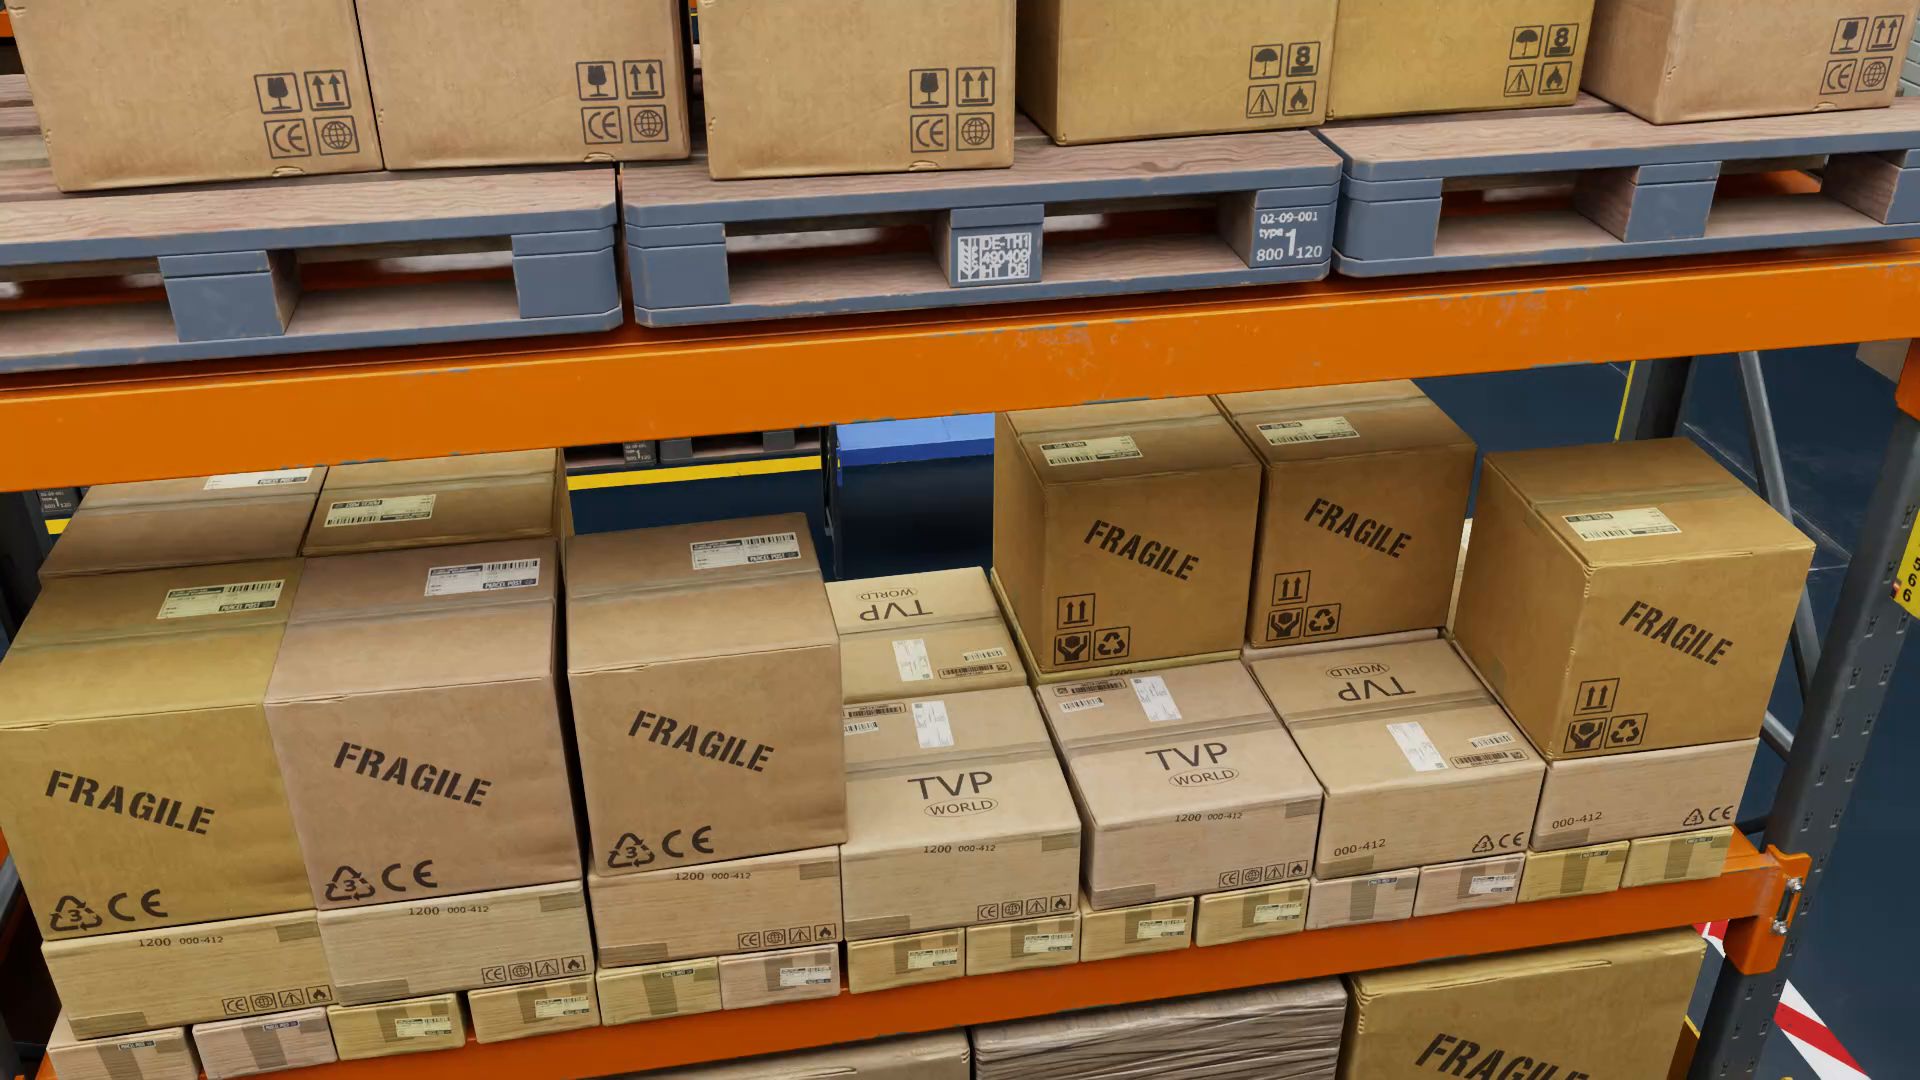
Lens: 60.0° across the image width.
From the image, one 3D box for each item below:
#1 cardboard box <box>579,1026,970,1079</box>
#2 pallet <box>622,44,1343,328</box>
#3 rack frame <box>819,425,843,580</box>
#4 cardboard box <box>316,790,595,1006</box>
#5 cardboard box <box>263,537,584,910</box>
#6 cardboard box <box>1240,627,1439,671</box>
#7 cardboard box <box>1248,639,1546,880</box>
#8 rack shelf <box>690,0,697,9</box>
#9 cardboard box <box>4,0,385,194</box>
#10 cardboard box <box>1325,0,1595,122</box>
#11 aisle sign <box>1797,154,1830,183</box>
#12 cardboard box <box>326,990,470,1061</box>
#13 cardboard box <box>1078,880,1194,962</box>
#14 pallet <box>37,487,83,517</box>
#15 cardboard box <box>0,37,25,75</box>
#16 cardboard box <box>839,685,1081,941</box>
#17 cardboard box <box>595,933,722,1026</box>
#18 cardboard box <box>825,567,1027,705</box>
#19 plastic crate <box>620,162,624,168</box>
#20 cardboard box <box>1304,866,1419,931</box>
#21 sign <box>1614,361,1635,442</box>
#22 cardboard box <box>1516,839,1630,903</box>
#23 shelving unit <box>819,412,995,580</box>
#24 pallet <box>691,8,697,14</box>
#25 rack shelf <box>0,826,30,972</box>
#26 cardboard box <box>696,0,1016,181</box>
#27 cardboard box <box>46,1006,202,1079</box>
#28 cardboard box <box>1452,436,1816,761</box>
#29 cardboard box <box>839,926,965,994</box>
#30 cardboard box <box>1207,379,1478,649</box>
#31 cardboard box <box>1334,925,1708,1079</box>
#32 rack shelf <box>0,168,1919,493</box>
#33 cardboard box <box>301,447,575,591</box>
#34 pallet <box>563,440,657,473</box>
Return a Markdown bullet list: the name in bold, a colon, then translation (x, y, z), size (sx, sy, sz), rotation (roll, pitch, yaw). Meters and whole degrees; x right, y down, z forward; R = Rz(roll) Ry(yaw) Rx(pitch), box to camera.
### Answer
- **cardboard box**: translation (-0.485, 1.328, 4.214), size (0.875, 0.875, 0.875), rotation (-5, 31, -9)
- **pallet**: translation (-0.030, -0.738, 3.174), size (1.213, 0.211, 1.003), rotation (-5, 31, -9)
- **rack frame**: translation (-0.584, -0.592, 7.278), size (0.032, 1.500, 0.500), rotation (-5, 31, -9)
- **cardboard box**: translation (-1.034, 0.677, 3.494), size (0.500, 0.250, 0.500), rotation (-5, 31, -9)
- **cardboard box**: translation (-1.031, 0.352, 3.307), size (0.500, 0.500, 0.500), rotation (-5, 31, -9)
- **cardboard box**: translation (0.870, 0.227, 4.259), size (0.500, 0.250, 0.500), rotation (-6, 31, -10)
- **cardboard box**: translation (0.973, 0.490, 3.813), size (0.500, 0.250, 0.500), rotation (-6, 31, -10)
- **rack shelf**: translation (-1.847, -4.116, 12.501), size (4.000, 0.370, 1.077), rotation (-5, 31, -9)
- **cardboard box**: translation (-1.275, -0.966, 2.862), size (0.500, 0.500, 0.700), rotation (-7, 31, -12)
- **cardboard box**: translation (0.824, -1.164, 3.200), size (0.500, 0.500, 0.700), rotation (-6, 31, -11)
- **aisle sign**: translation (1.918, -0.946, 3.835), size (0.004, 0.787, 0.394), rotation (-5, 31, -9)
- **cardboard box**: translation (-1.166, 0.895, 3.517), size (0.250, 0.149, 0.380), rotation (-4, 31, -7)
- **cardboard box**: translation (0.350, 0.754, 3.757), size (0.250, 0.149, 0.380), rotation (-5, 31, -9)
- **pallet**: translation (-4.895, -0.409, 8.237), size (1.213, 0.211, 1.003), rotation (-5, 31, -9)
- **cardboard box**: translation (-6.817, -3.524, 12.075), size (0.500, 0.250, 0.500), rotation (-4, 31, -7)
- **cardboard box**: translation (-0.039, 0.586, 3.649), size (0.500, 0.250, 0.500), rotation (-5, 31, -9)
- **cardboard box**: translation (-0.656, 0.846, 3.599), size (0.250, 0.149, 0.380), rotation (-6, 31, -10)
- **cardboard box**: translation (-0.137, 0.321, 4.099), size (0.500, 0.250, 0.500), rotation (-6, 31, -10)
- **plastic crate**: translation (-1.391, -1.796, 7.903), size (0.530, 0.282, 0.437), rotation (-5, 31, -9)
- **cardboard box**: translation (0.860, 0.705, 3.840), size (0.250, 0.149, 0.380), rotation (-5, 31, -8)
- **sign**: translation (1.807, -0.354, 4.460), size (0.005, 0.325, 0.100), rotation (-5, 31, -9)
- **cardboard box**: translation (1.354, 0.660, 3.916), size (0.250, 0.149, 0.380), rotation (-5, 31, -8)
- **shelving unit**: translation (-0.084, -0.639, 7.357), size (1.048, 1.500, 0.538), rotation (-5, 31, -9)
- **pallet**: translation (-2.746, -5.655, 17.158), size (1.213, 0.211, 1.003), rotation (-5, 31, -9)
- **rack shelf**: translation (-4.001, 1.188, 3.479), size (4.000, 0.370, 1.077), rotation (-5, 31, -9)
- **cardboard box**: translation (-0.205, -0.990, 2.903), size (0.500, 0.500, 0.700), rotation (-4, 31, -7)
- **cardboard box**: translation (-1.683, 0.943, 3.435), size (0.250, 0.149, 0.380), rotation (-5, 31, -9)
- **cardboard box**: translation (1.469, 0.119, 3.703), size (0.500, 0.500, 0.500), rotation (-5, 31, -8)
- **cardboard box**: translation (-0.150, 0.800, 3.678), size (0.250, 0.149, 0.380), rotation (-6, 31, -10)
- **cardboard box**: translation (0.888, -0.101, 4.078), size (0.500, 0.500, 0.500), rotation (-6, 31, -10)
- **cardboard box**: translation (1.286, 1.164, 4.493), size (0.875, 0.875, 0.875), rotation (-5, 31, -9)
- **rack shelf**: translation (-0.067, -0.470, 3.340), size (4.000, 0.370, 1.077), rotation (-5, 31, -9)
- **cardboard box**: translation (-1.136, 0.090, 3.752), size (0.500, 0.500, 0.500), rotation (-5, 31, -8)
- **pallet**: translation (-2.210, -0.658, 8.661), size (1.213, 0.211, 1.003), rotation (-5, 31, -9)
